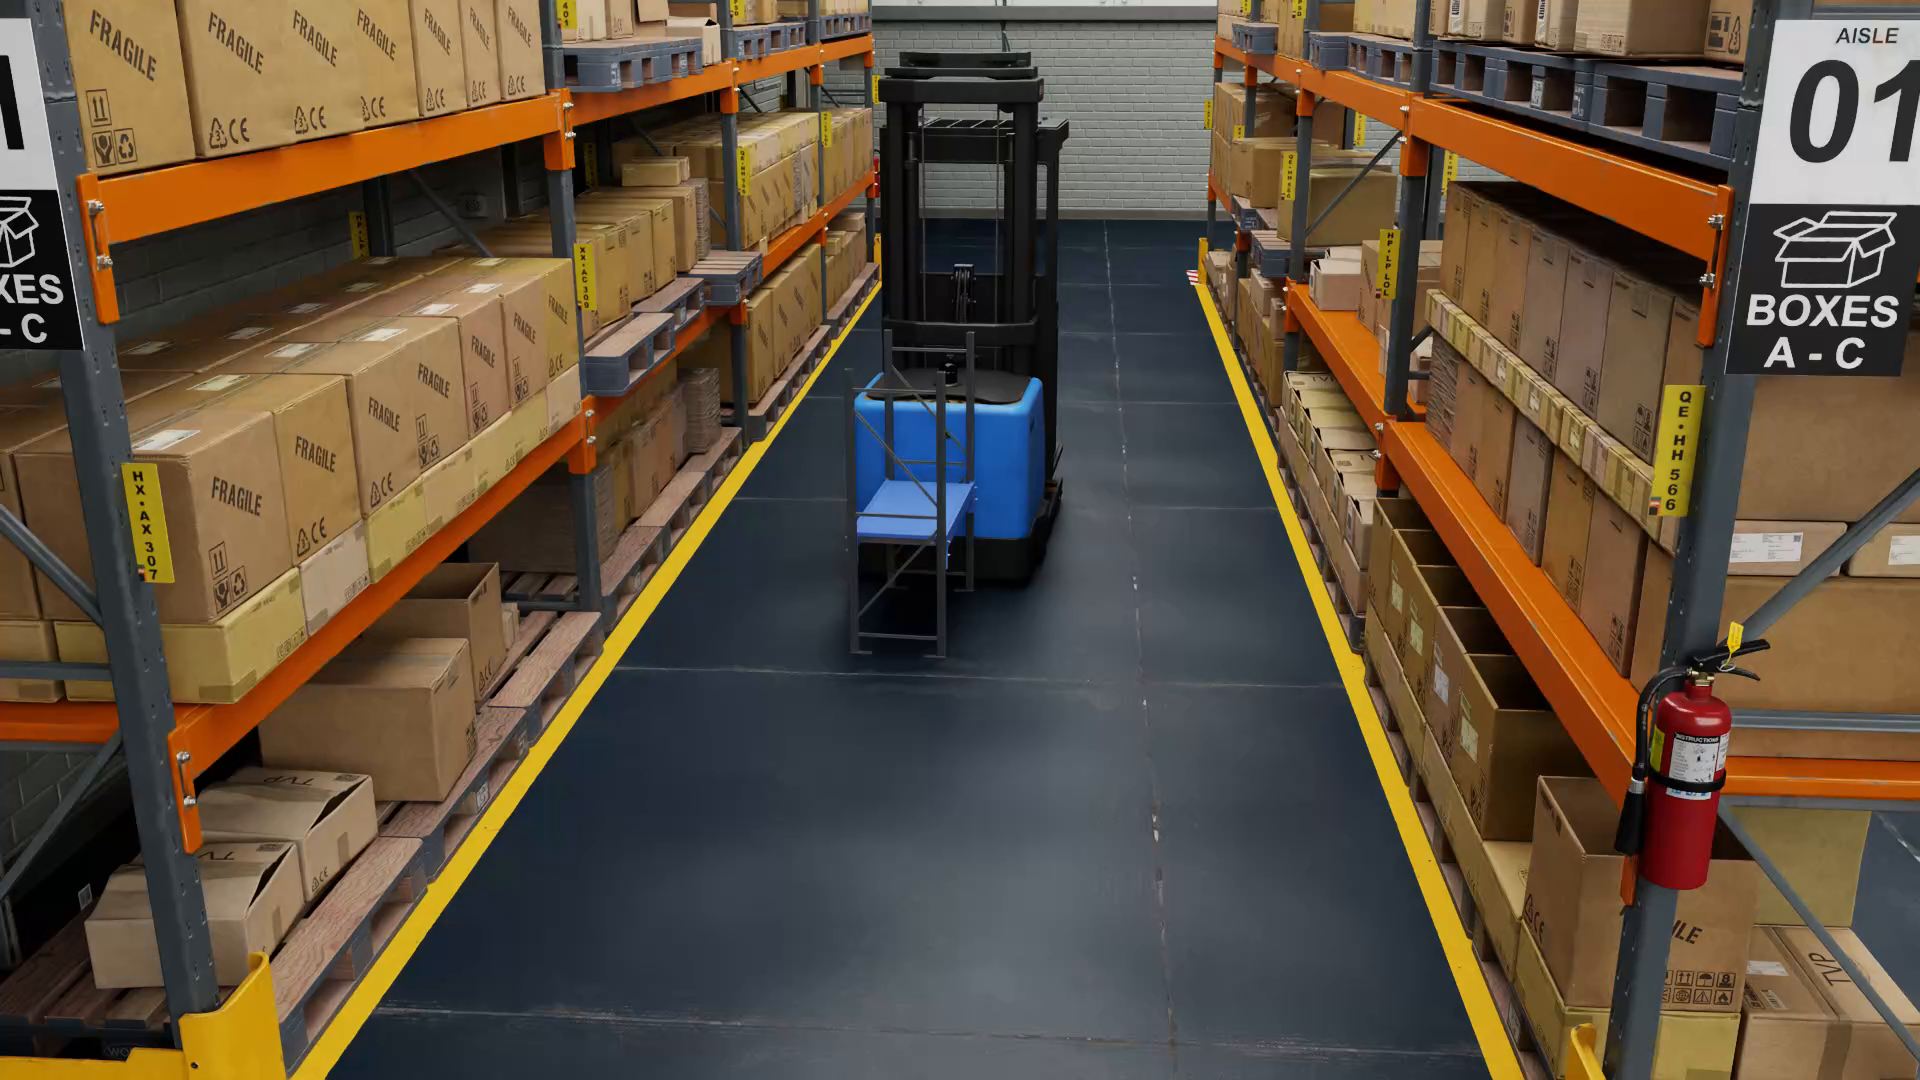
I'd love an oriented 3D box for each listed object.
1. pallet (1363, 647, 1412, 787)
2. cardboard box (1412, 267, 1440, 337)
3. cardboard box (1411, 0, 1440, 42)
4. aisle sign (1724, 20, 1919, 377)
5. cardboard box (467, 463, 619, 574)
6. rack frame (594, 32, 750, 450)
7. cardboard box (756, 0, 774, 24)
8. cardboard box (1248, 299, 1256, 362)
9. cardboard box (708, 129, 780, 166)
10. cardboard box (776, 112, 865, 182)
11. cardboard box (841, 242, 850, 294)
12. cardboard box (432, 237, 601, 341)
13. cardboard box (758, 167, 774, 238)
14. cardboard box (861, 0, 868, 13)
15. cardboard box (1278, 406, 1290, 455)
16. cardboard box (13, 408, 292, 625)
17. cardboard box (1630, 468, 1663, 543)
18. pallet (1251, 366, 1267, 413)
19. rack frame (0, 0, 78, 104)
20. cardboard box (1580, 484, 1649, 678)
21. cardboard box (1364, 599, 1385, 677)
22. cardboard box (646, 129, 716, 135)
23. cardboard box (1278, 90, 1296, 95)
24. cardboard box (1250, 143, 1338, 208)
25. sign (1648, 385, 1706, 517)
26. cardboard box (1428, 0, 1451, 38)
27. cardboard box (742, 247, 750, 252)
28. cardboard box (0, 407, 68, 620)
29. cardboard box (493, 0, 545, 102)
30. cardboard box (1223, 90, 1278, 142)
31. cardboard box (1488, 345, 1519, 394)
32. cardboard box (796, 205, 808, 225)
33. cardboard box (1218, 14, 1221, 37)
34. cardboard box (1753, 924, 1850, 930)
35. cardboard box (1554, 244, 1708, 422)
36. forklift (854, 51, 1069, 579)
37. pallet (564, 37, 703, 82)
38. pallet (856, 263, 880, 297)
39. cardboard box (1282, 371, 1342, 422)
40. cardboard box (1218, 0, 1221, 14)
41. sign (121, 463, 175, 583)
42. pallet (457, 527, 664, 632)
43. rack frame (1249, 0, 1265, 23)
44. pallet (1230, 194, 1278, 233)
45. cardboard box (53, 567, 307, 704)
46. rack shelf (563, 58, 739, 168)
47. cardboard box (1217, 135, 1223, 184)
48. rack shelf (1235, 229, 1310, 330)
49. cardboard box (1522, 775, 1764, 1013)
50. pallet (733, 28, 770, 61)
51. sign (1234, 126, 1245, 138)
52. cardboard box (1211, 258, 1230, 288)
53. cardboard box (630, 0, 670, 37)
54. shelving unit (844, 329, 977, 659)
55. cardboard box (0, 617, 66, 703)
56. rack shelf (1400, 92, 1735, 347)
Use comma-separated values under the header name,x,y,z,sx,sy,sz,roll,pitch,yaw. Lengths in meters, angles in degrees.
name,x,y,z,sx,sy,sz,roll,pitch,yaw
pallet,2.462,0.795,7.659,1.003,0.211,1.213,1,18,4
cardboard box,2.670,-1.226,9.186,0.500,0.500,0.500,3,18,8
cardboard box,2.652,-2.692,8.571,0.500,0.250,0.500,0,18,-1
aisle sign,1.977,-0.756,3.737,0.394,0.787,0.004,1,18,4
cardboard box,-2.344,-0.136,9.329,0.700,0.500,0.500,2,18,6
rack frame,-2.093,-2.128,12.101,1.000,3.000,0.127,1,18,4
cardboard box,-1.954,-4.607,13.982,0.700,0.500,0.500,1,18,3
cardboard box,2.787,-1.817,14.458,0.500,0.500,0.500,2,18,5
cardboard box,-1.734,-3.141,13.315,0.500,0.250,0.500,1,18,4
cardboard box,-1.587,-4.371,18.462,0.980,0.700,0.700,1,18,3
cardboard box,-1.572,-2.928,17.880,0.700,0.500,0.500,2,18,5
cardboard box,-2.310,-1.300,8.705,0.700,0.500,0.500,1,18,4
cardboard box,-1.756,-2.634,12.975,0.500,0.500,0.500,2,18,6
cardboard box,-1.307,-5.981,18.447,0.500,0.250,0.500,2,18,6
cardboard box,2.518,-0.756,11.653,0.500,0.250,0.500,1,18,4
cardboard box,-2.333,-0.080,4.854,0.500,0.500,0.500,1,18,4
cardboard box,2.129,-0.094,4.691,0.380,0.149,0.250,2,18,5
pallet,3.029,-1.303,14.059,1.003,0.211,1.213,1,18,4
rack frame,-2.667,-2.494,3.584,1.000,3.000,0.127,1,18,4
cardboard box,2.354,0.110,5.108,0.700,0.500,0.500,2,18,5
cardboard box,2.226,0.468,7.919,0.500,0.250,0.500,1,18,4
cardboard box,-2.239,-3.150,13.343,0.500,0.250,0.500,1,18,3
cardboard box,3.559,-4.404,17.280,0.500,0.500,0.500,2,18,6
cardboard box,2.892,-3.151,14.387,0.700,0.500,0.500,4,19,13
sign,1.734,-0.213,4.017,0.100,0.325,0.005,1,18,4
cardboard box,2.262,-2.365,6.946,0.500,0.500,0.500,3,18,8
cardboard box,-1.812,-2.193,12.671,0.380,0.149,0.250,2,18,5
cardboard box,-2.845,-0.089,4.883,0.500,0.500,0.500,1,18,3
cardboard box,-2.170,-2.205,7.326,0.500,0.500,0.500,2,18,5
cardboard box,3.020,-4.419,17.324,0.500,0.500,0.500,1,18,3
cardboard box,2.260,-0.653,6.396,0.380,0.149,0.250,1,18,2
cardboard box,-1.567,-2.908,14.851,0.380,0.149,0.250,1,18,4
cardboard box,3.131,-5.704,18.436,0.500,0.250,0.500,1,18,4
cardboard box,2.567,1.256,5.514,0.500,0.250,0.500,1,18,4
cardboard box,2.392,-0.679,5.435,0.700,0.500,0.500,1,18,4
forklift,0.093,-1.587,10.558,1.130,2.935,3.031,3,18,8
pallet,-2.158,-2.734,9.433,1.213,0.211,1.003,1,18,4
pallet,-1.499,-3.038,19.355,1.003,0.211,1.213,1,18,4
cardboard box,2.518,-1.022,11.566,0.500,0.311,0.500,2,18,6
cardboard box,3.125,-5.941,18.359,0.500,0.250,0.500,1,18,4
sign,-2.126,-0.043,4.346,0.100,0.325,0.005,1,18,4
pallet,-2.326,0.197,9.482,1.003,0.211,1.213,1,18,4
rack frame,3.135,-6.112,14.624,1.000,3.000,0.127,1,18,4
pallet,2.969,-2.924,14.838,1.003,0.211,1.213,1,18,4
cardboard box,-2.315,0.274,4.979,0.500,0.250,0.500,1,18,2
rack shelf,-2.237,-2.591,9.850,1.077,0.370,4.000,1,18,4
cardboard box,3.056,-4.103,17.966,0.500,0.500,0.500,1,18,4
rack shelf,2.991,-2.298,13.775,1.077,0.370,4.000,1,18,4
cardboard box,2.016,1.043,4.959,0.500,0.500,0.500,1,18,4
pallet,-2.100,-3.665,12.277,1.213,0.211,1.003,2,18,6
sign,2.593,-3.682,15.453,0.100,0.325,0.005,1,18,4
cardboard box,3.028,-2.933,18.265,0.500,0.250,0.500,1,18,4
cardboard box,-2.279,-3.212,10.392,0.797,0.503,0.637,4,19,12
shelving unit,-0.244,-0.273,8.848,0.538,1.500,1.048,3,18,8
cardboard box,-2.827,0.269,4.995,0.500,0.250,0.500,2,18,5
rack shelf,2.418,-1.239,5.725,1.077,0.370,4.000,1,18,4
